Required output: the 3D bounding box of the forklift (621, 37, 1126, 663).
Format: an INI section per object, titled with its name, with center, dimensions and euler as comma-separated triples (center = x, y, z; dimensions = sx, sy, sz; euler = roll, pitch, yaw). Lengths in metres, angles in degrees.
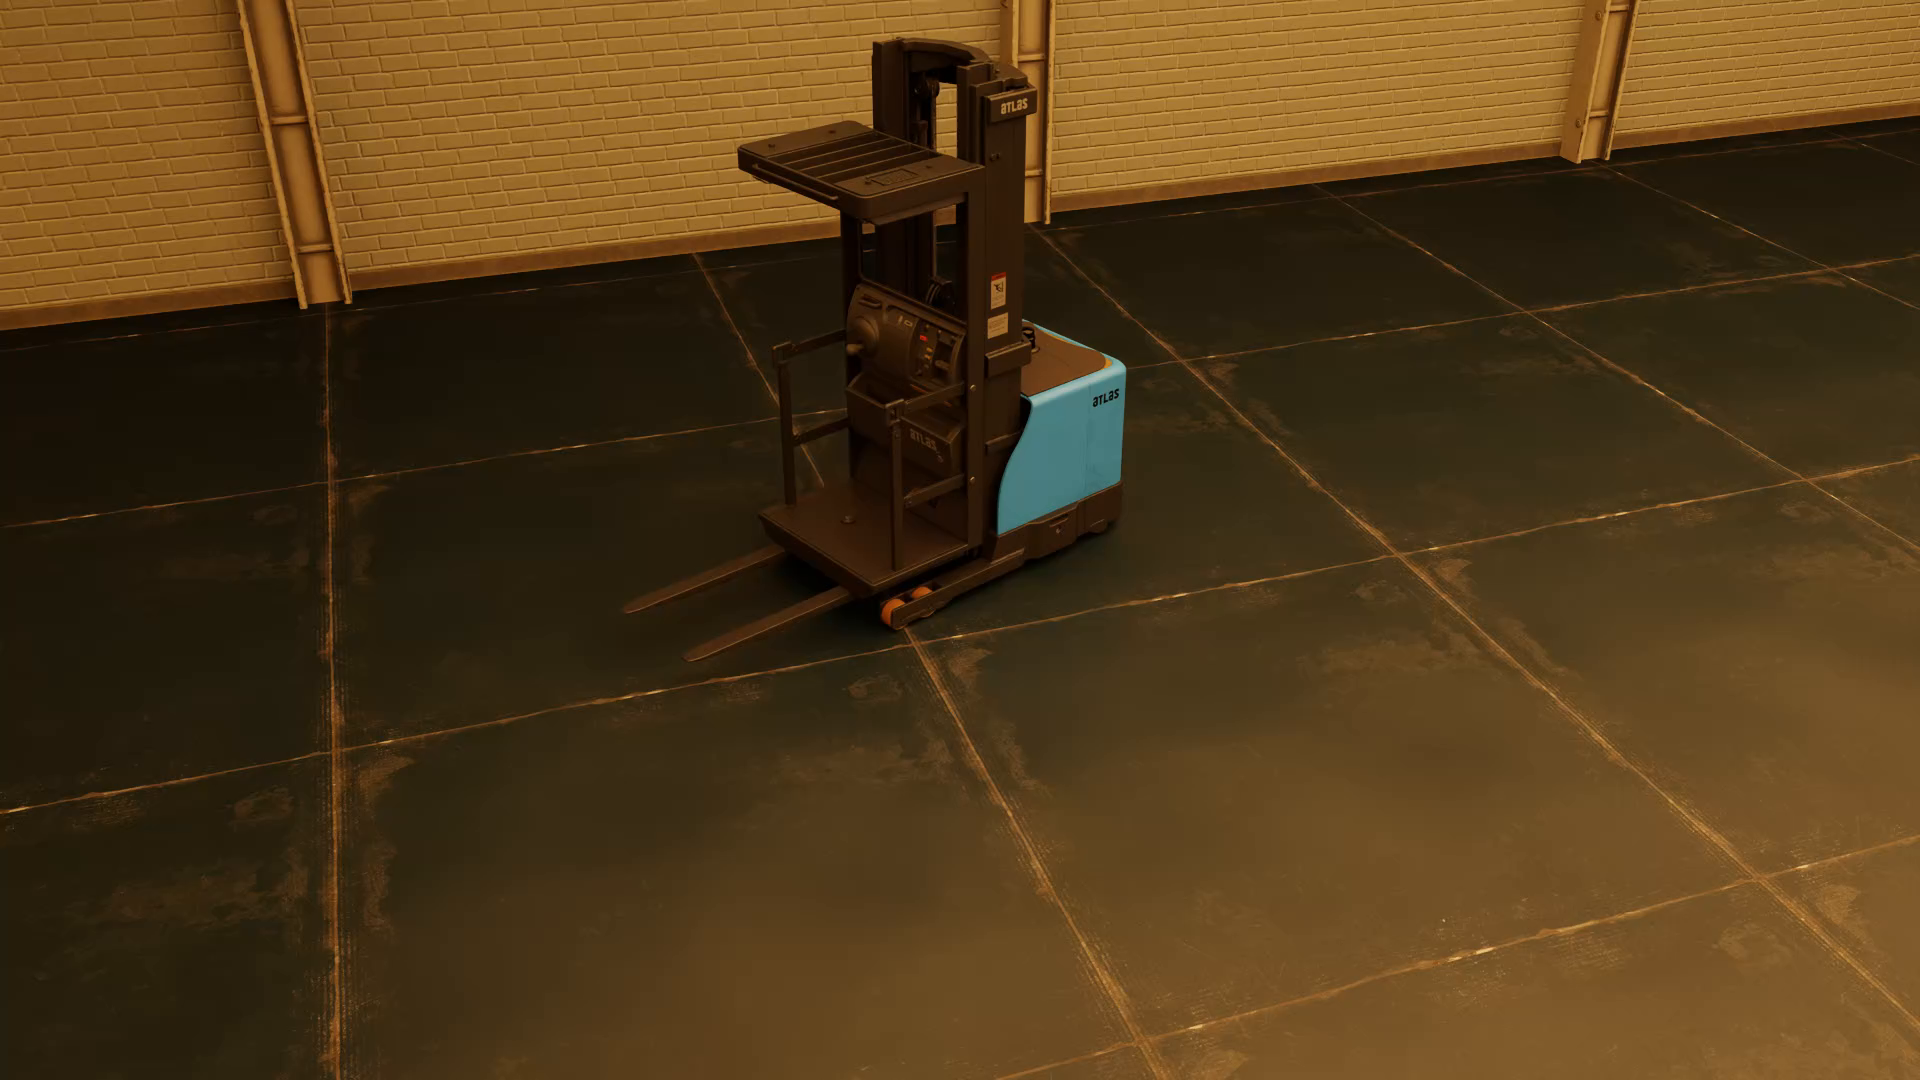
[forklift]
center = -0.461, -1.072, 8.951
dimensions = 3.031, 2.935, 1.130
euler = -23, 37, -34
